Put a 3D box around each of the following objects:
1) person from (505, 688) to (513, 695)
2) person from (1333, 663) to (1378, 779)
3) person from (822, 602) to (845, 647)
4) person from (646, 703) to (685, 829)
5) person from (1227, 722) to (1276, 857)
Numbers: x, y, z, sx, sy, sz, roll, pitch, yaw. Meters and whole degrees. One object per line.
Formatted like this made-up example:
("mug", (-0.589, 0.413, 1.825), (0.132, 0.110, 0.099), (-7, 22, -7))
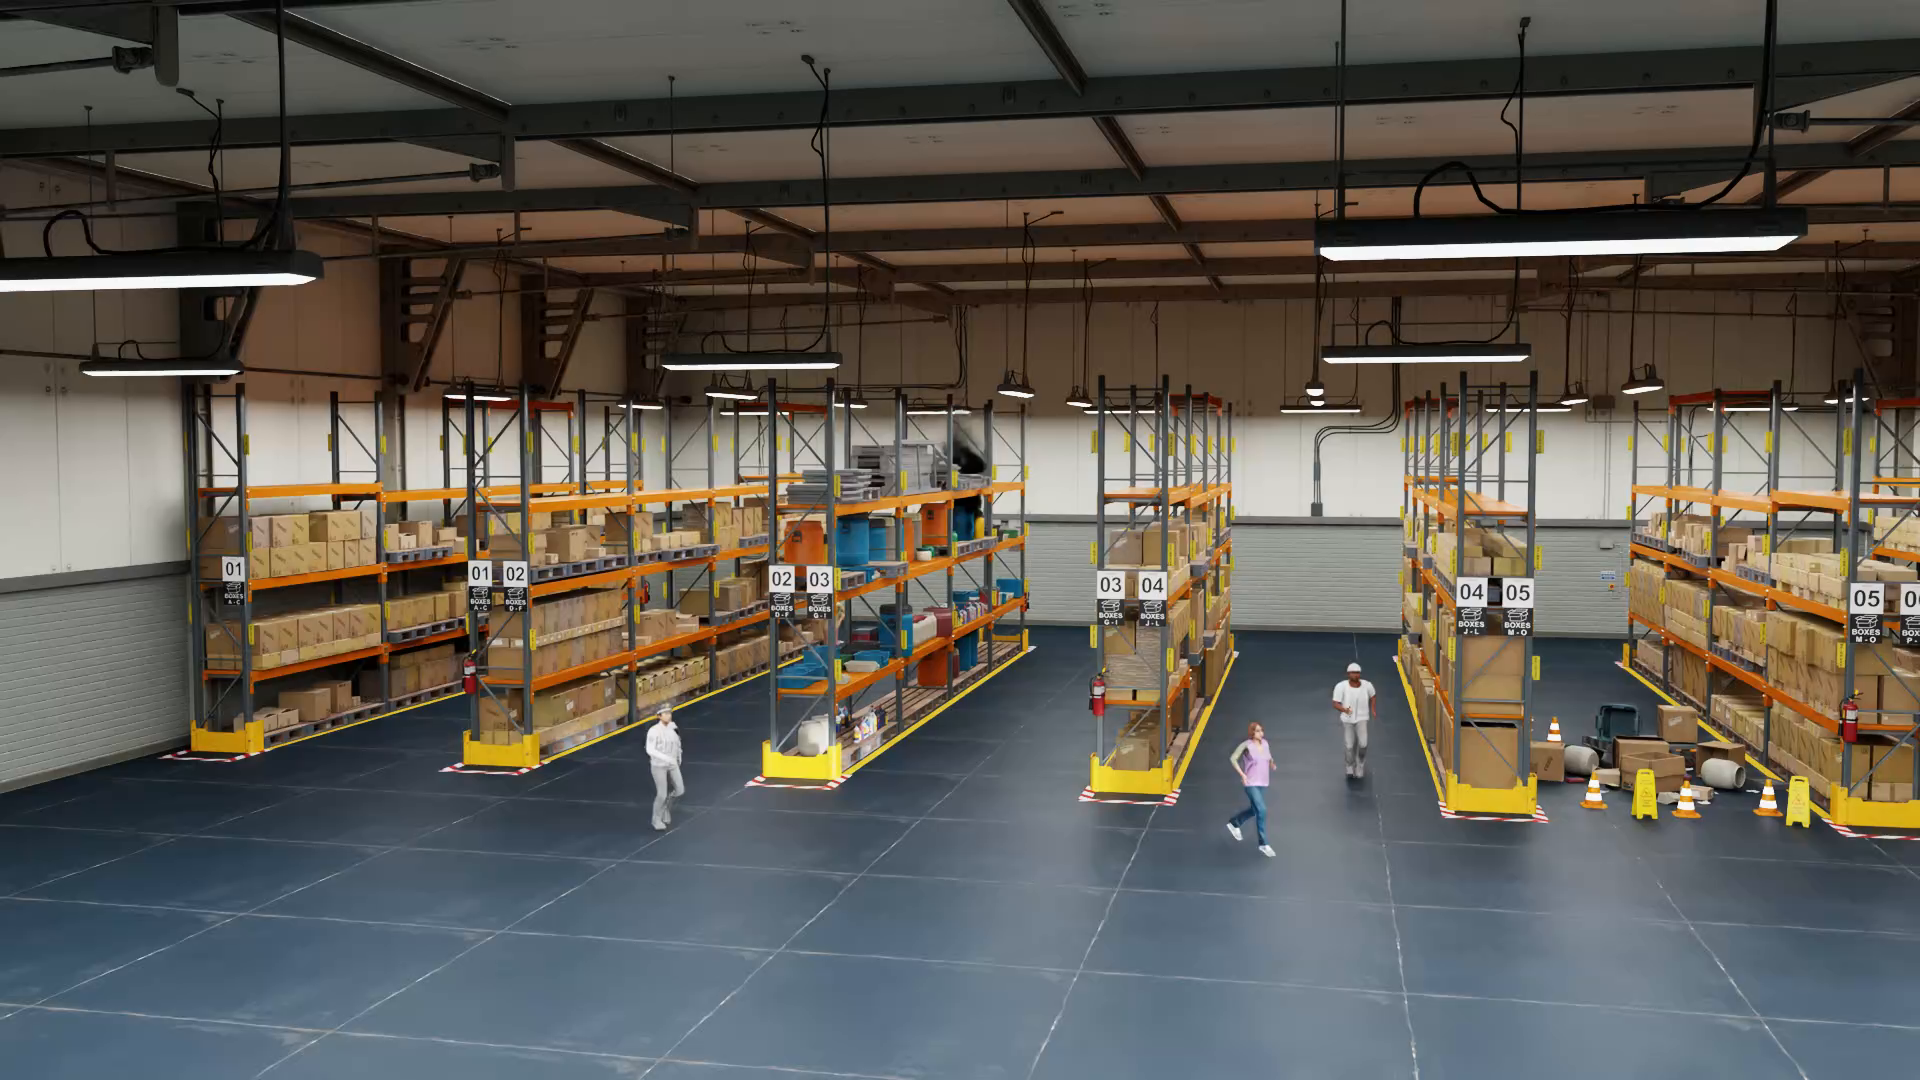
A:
("person", (-8.063, 2.398, 30.294), (0.709, 1.735, 0.757), (0, 3, -2))
("person", (5.908, 2.702, 24.840), (0.674, 1.737, 0.757), (0, 3, 7))
("person", (-2.713, 1.899, 34.988), (0.562, 1.720, 0.601), (0, 3, 4))
("person", (-3.789, 2.933, 21.618), (0.575, 1.652, 0.644), (3, 4, 43))
("person", (3.623, 3.030, 20.509), (0.525, 1.607, 0.819), (-2, 4, -34))
